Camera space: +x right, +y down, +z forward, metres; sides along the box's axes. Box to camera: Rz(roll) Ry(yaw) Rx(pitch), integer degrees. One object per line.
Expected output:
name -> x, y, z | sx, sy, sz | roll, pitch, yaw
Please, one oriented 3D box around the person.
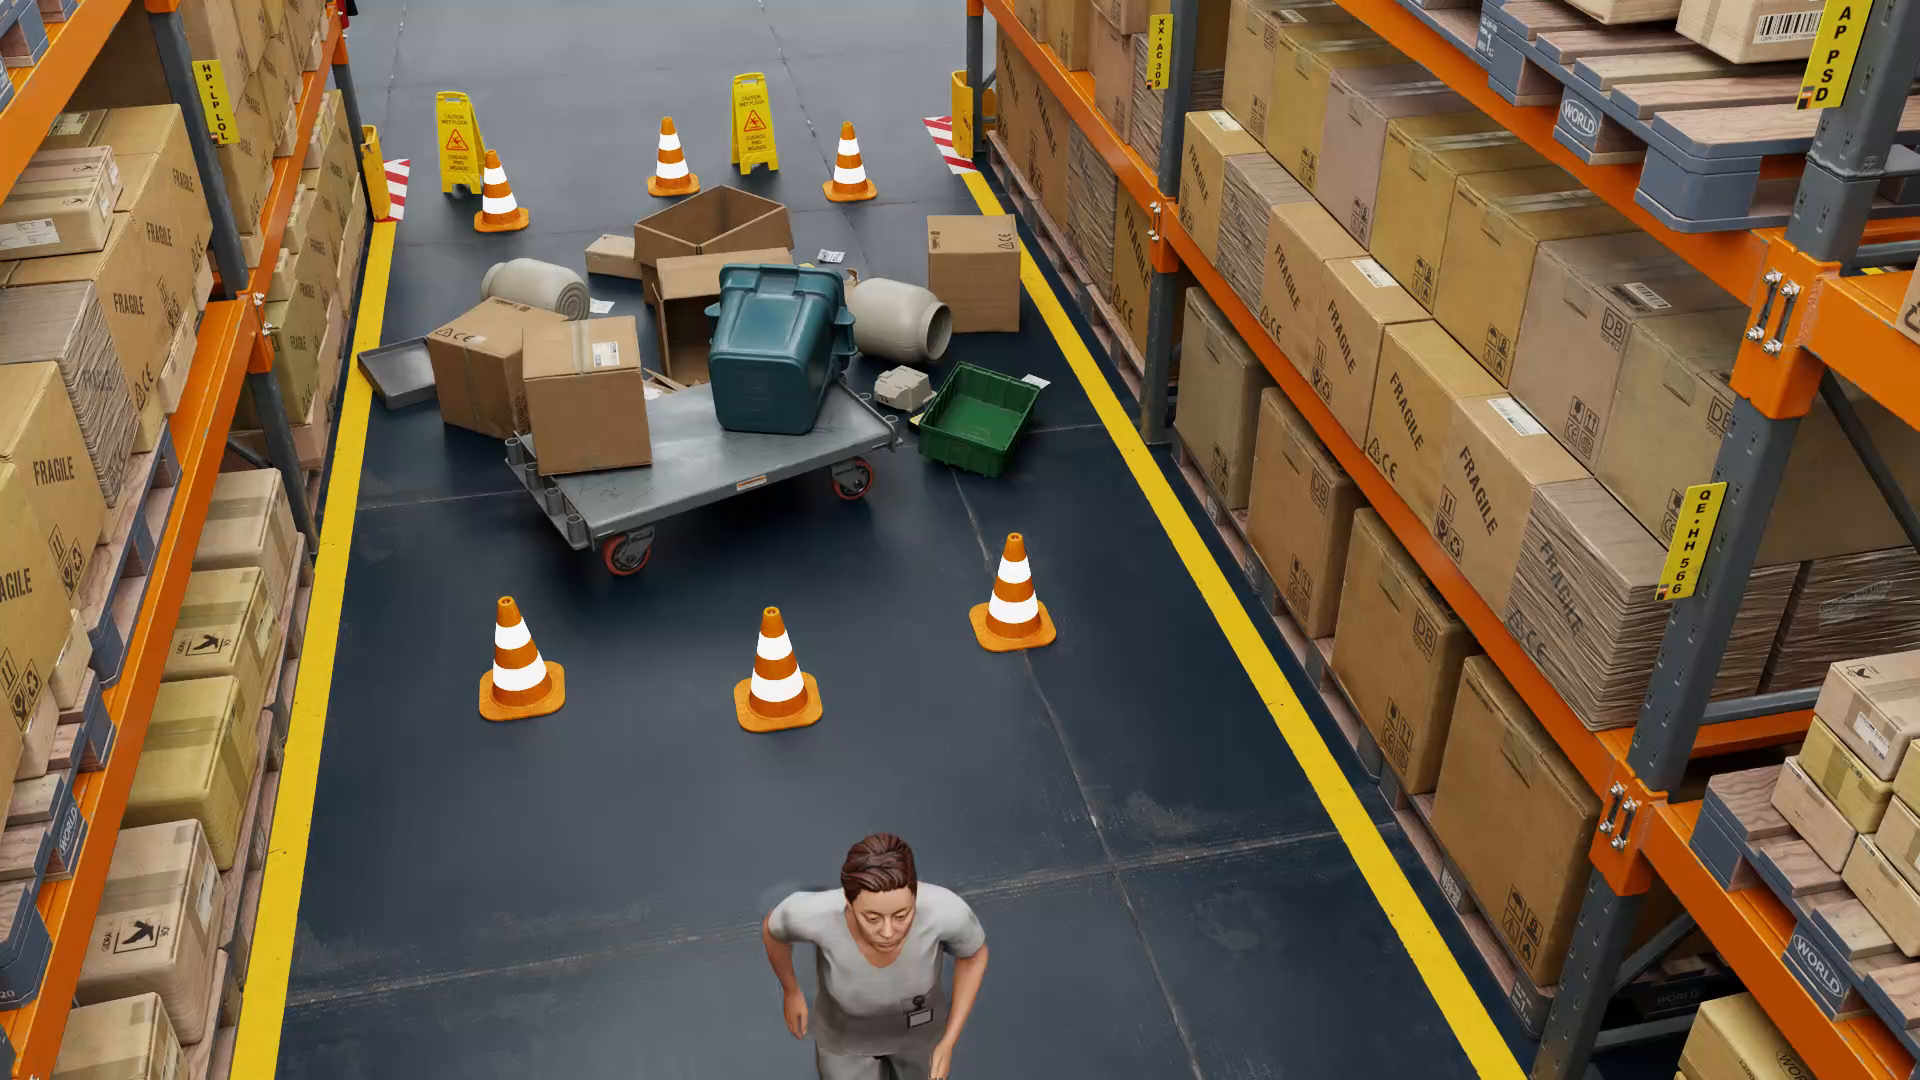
person -> -0.232, 1.219, 4.437 | 0.554, 1.604, 0.786 | -7, 35, -11
